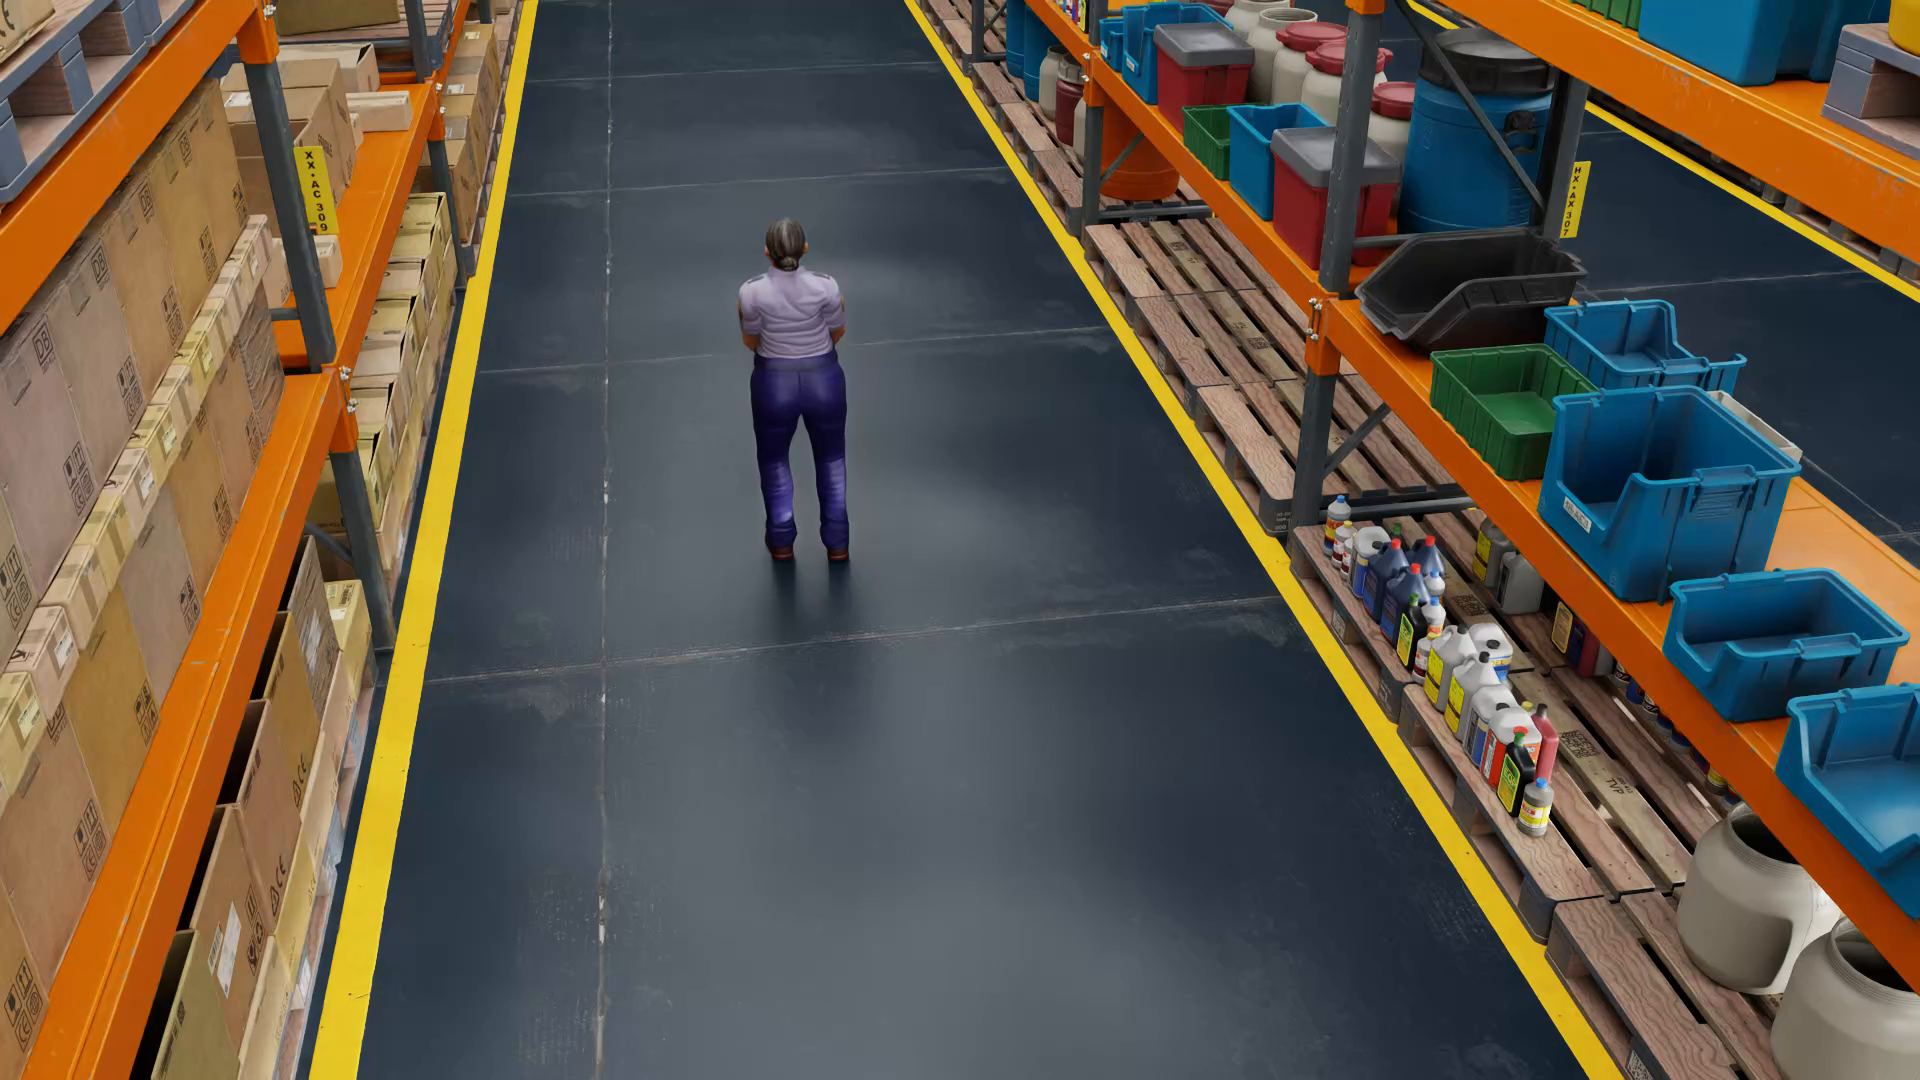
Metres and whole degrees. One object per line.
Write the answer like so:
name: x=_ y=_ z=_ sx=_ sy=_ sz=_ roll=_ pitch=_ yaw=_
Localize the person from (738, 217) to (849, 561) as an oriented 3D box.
person: x=-0.723 y=-0.680 z=7.296 sx=0.453 sy=1.636 sz=0.524 roll=-5 pitch=31 yaw=-8
